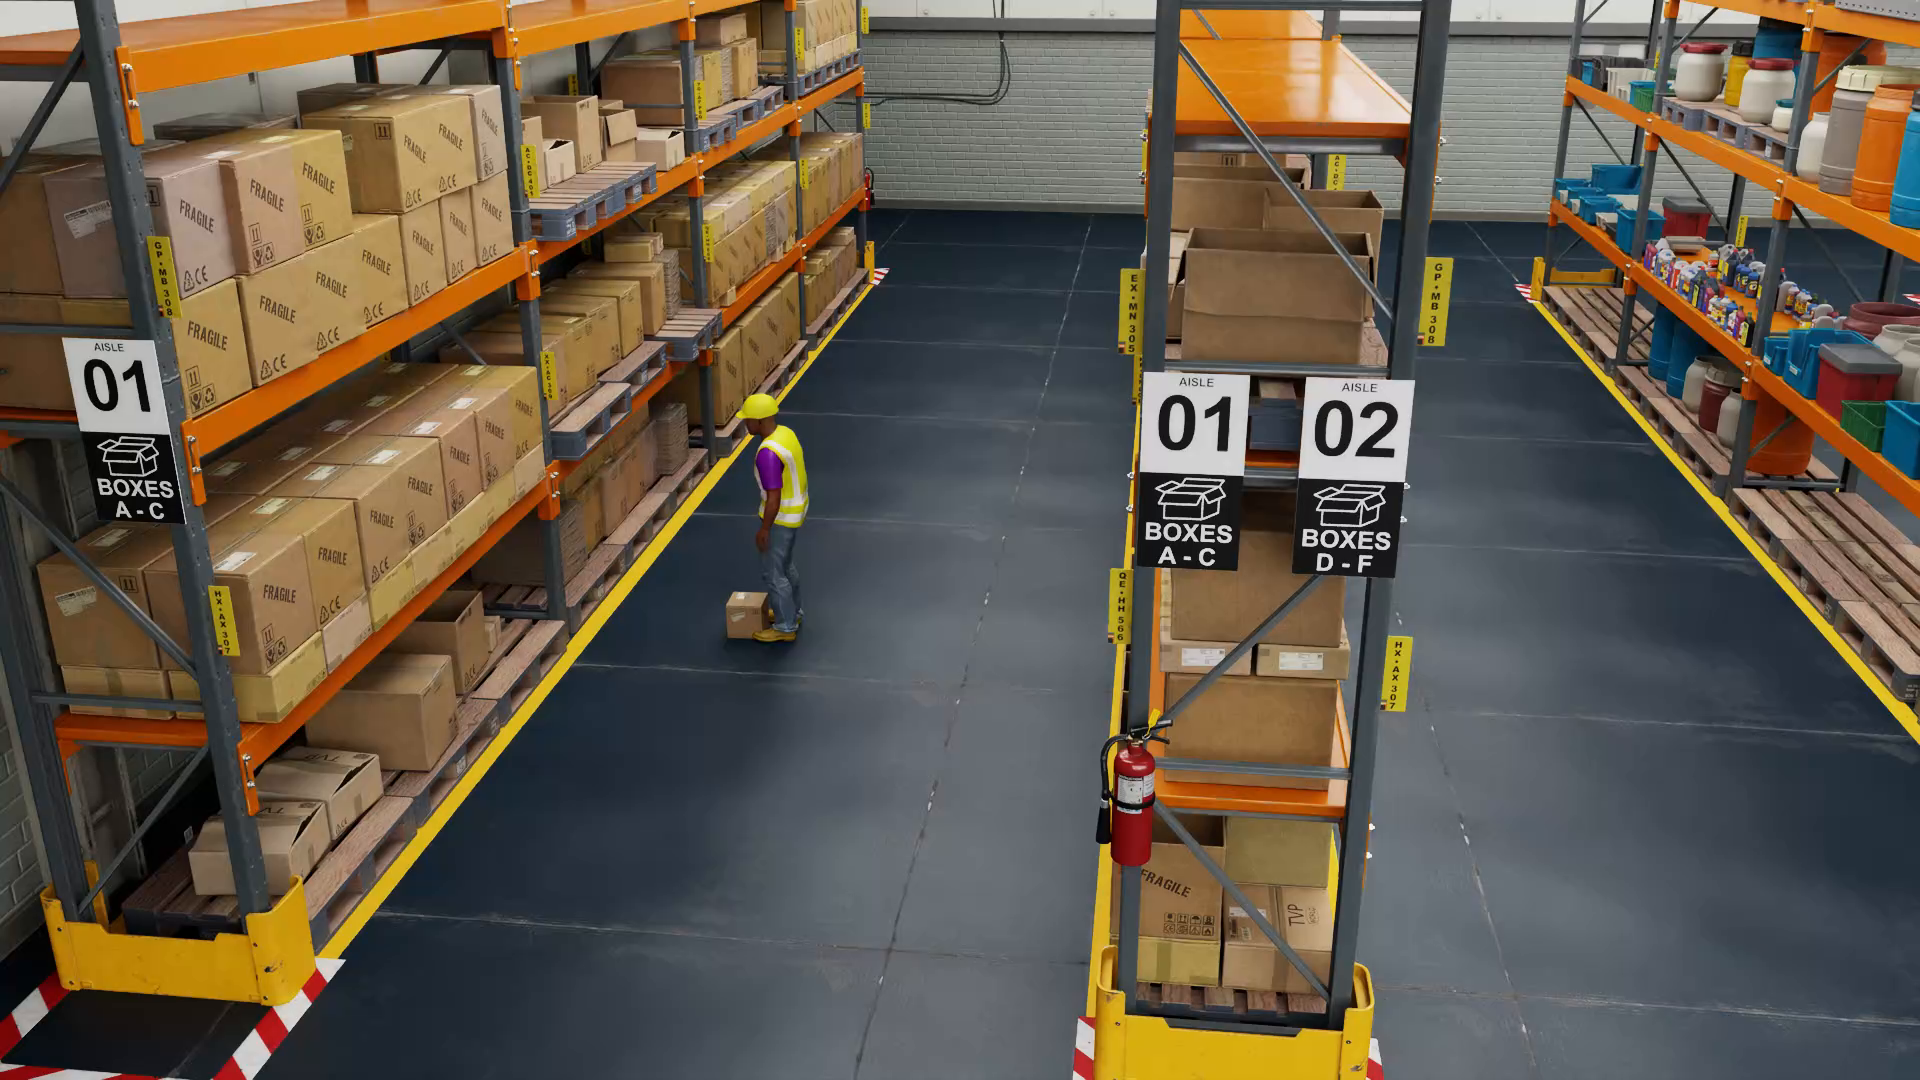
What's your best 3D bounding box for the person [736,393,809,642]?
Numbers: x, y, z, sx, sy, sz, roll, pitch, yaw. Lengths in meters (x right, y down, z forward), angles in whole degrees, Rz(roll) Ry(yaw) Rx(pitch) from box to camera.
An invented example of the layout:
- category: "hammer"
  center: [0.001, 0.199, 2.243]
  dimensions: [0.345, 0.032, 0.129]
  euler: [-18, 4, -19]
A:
- category: "person"
  center: [-1.279, -0.165, 11.486]
  dimensions: [0.460, 1.761, 0.627]
  euler: [2, 21, 6]
